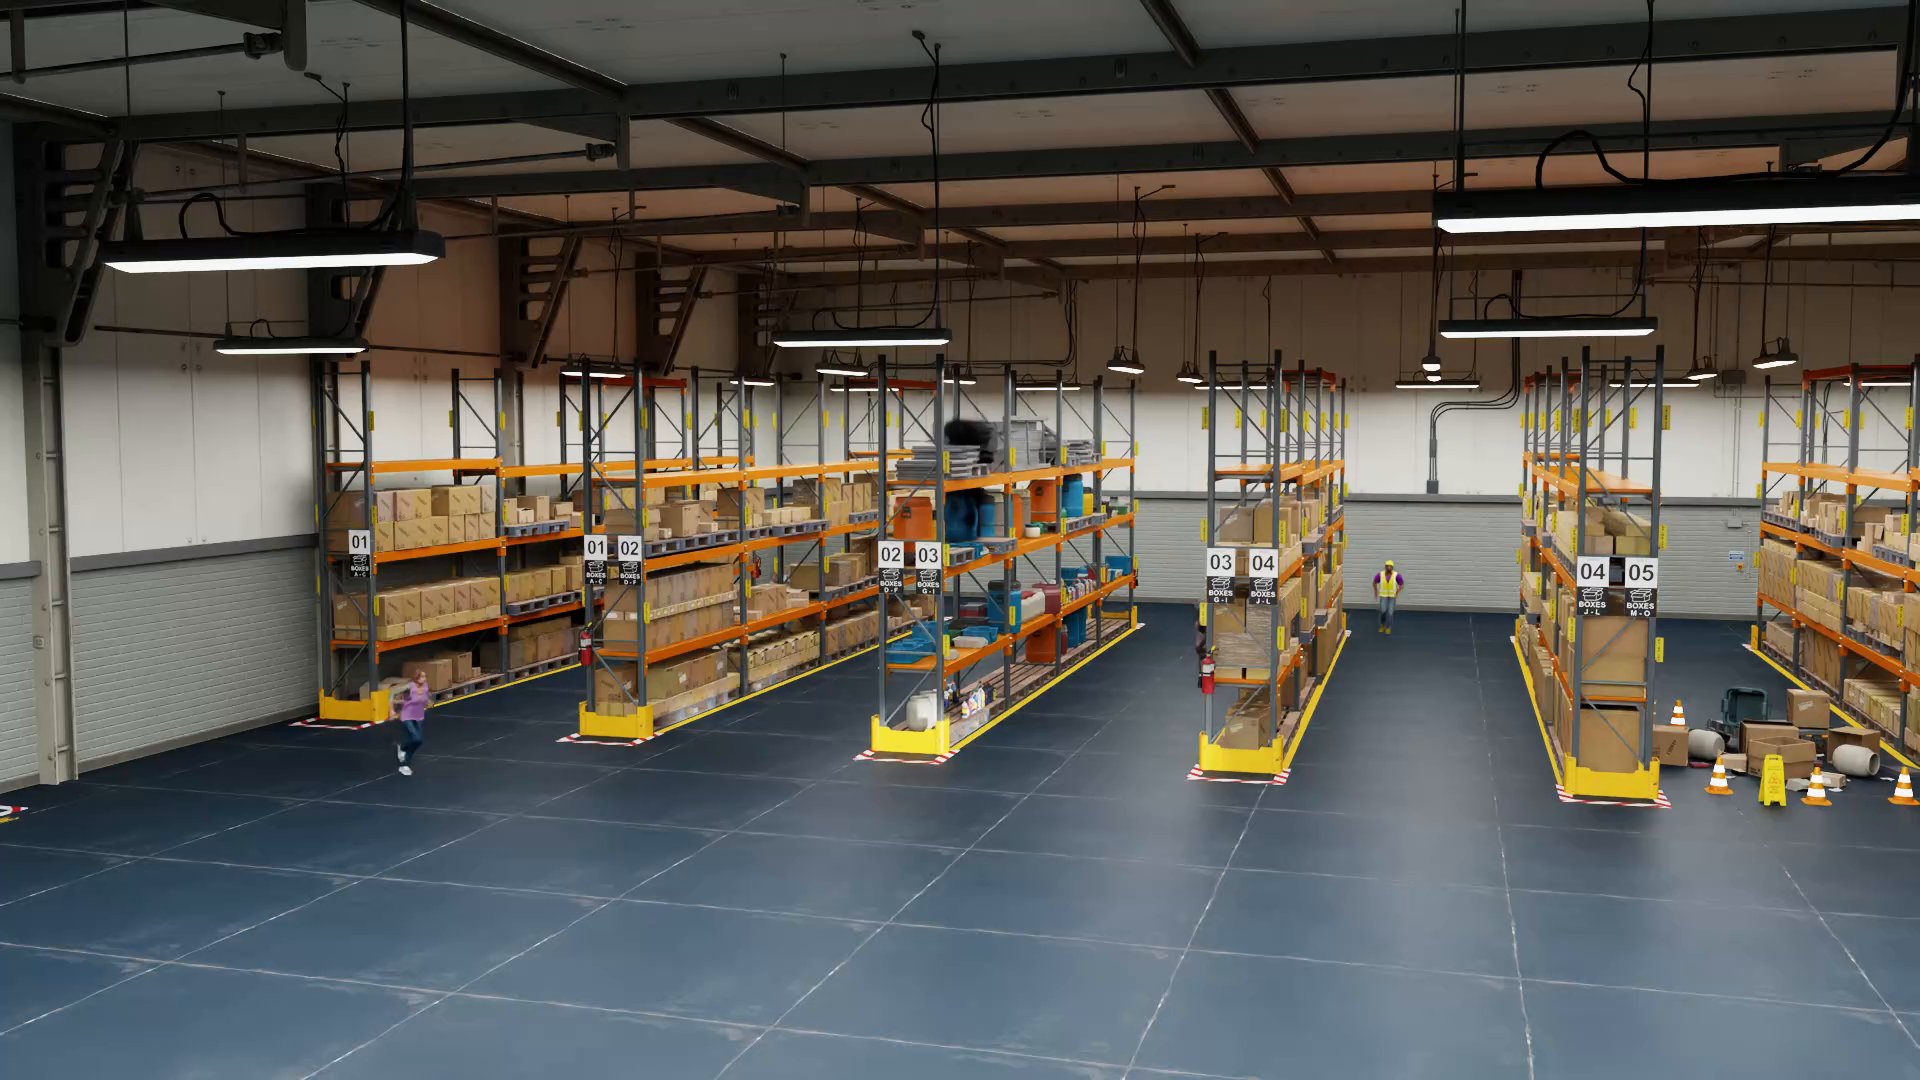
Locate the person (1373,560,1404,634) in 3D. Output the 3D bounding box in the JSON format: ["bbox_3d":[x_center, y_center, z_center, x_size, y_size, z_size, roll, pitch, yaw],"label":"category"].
[{"bbox_3d":[10.047,1.346,38.971,0.695,1.744,0.649,1,4,11],"label":"person"}]

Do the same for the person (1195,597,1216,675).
[{"bbox_3d":[4.941,1.860,32.956,0.678,1.551,1.094,2,5,25],"label":"person"}]

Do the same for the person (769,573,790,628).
[{"bbox_3d":[-4.307,1.448,39.859,0.580,1.395,0.951,0,4,2],"label":"person"}]

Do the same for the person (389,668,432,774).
[{"bbox_3d":[-7.724,2.572,23.513,0.672,1.520,0.542,3,5,34],"label":"person"}]
